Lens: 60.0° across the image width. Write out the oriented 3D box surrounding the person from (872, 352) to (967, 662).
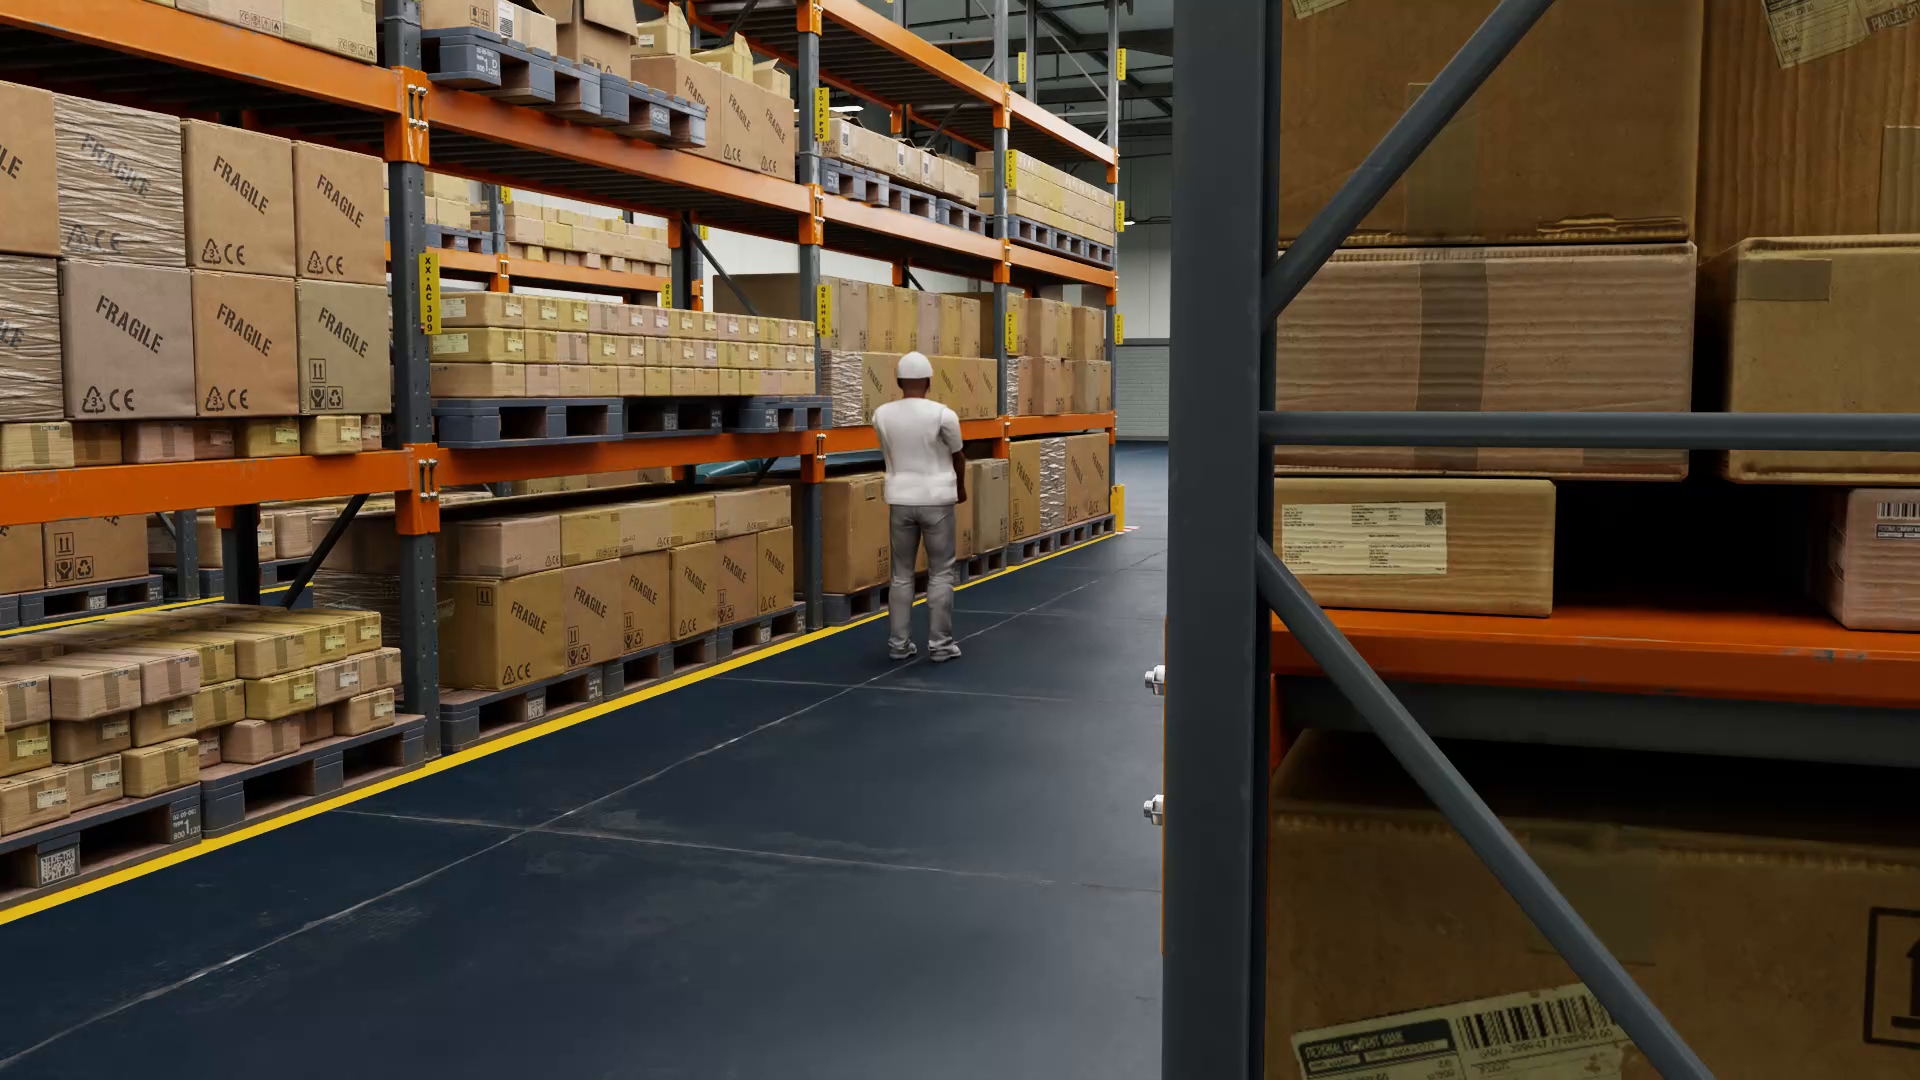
[{"bbox_3d":[-0.205,-0.201,9.614,0.504,1.761,0.572,2,5,19],"label":"person"}]
